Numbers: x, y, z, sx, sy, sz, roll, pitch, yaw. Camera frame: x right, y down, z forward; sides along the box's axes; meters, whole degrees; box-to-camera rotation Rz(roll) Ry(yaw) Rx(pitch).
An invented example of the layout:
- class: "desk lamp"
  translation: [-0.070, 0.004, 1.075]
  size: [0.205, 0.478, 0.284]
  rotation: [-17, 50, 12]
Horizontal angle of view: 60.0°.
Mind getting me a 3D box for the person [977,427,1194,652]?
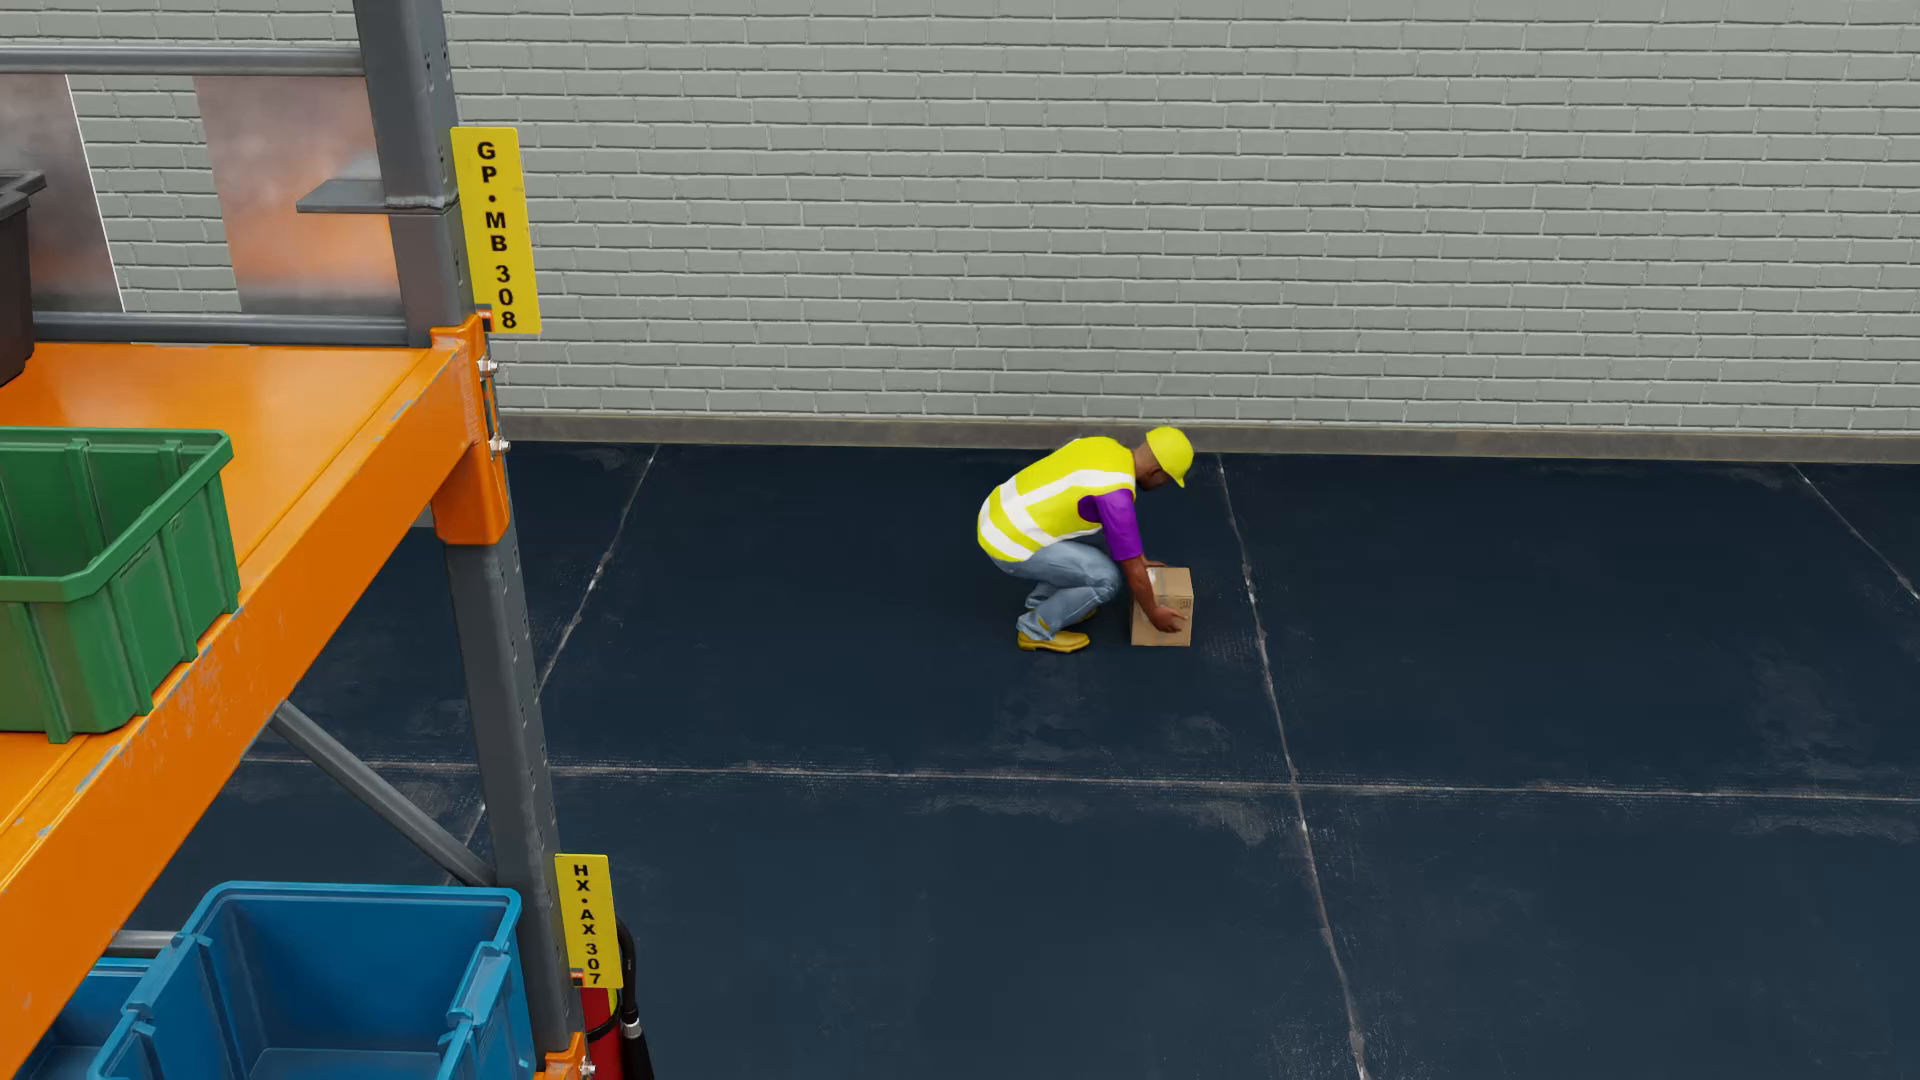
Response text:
- class: "person"
  translation: [0.522, -0.038, 7.058]
  size: [0.896, 0.942, 0.572]
  rotation: [1, 28, 2]
